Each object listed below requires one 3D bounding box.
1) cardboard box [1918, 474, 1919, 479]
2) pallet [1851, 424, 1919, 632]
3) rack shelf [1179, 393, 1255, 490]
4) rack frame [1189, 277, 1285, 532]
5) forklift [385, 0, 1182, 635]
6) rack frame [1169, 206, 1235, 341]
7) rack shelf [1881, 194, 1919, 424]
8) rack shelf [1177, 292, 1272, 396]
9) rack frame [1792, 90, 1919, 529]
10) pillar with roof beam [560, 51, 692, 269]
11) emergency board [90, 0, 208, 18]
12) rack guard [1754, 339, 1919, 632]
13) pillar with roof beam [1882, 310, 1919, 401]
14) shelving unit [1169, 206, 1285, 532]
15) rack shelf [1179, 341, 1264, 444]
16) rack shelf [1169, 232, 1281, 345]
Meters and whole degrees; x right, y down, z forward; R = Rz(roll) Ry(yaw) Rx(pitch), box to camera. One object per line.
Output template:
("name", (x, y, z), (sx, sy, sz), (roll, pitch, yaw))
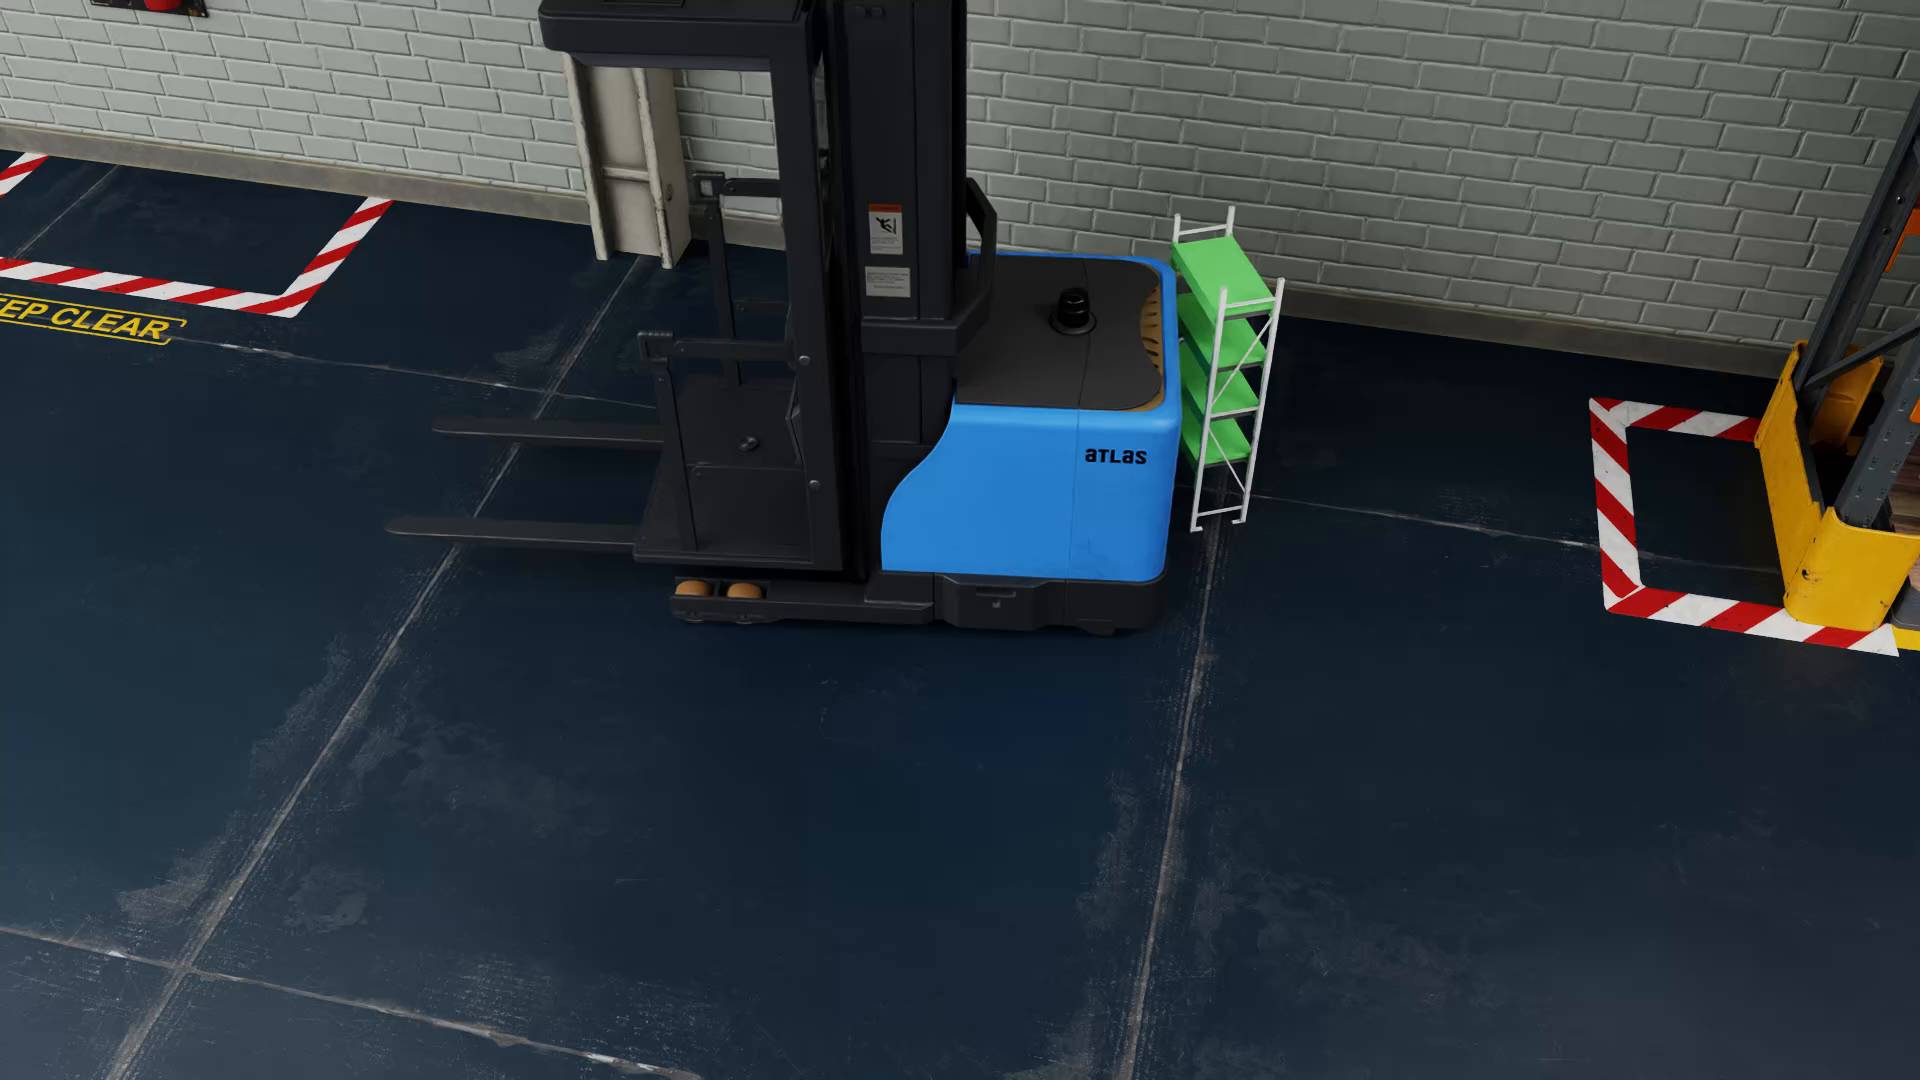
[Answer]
("cardboard box", (4.076, -0.175, 6.391), (0.500, 0.311, 0.500), (4, 44, 4))
("pallet", (4.280, 0.012, 6.585), (1.213, 0.211, 1.003), (9, 45, 9))
("rack shelf", (0.992, -0.435, 6.775), (0.258, 0.148, 0.480), (-10, 45, -10))
("rack frame", (1.053, -0.490, 6.394), (0.240, 1.200, 0.015), (-10, 45, -10))
("forklift", (-0.709, -1.095, 5.774), (3.031, 2.935, 1.130), (3, 44, 3))
("rack frame", (0.930, -0.818, 6.734), (0.240, 1.200, 0.015), (-10, 45, -10))
("rack shelf", (5.372, -0.589, 5.718), (4.000, 0.370, 1.077), (9, 45, 9))
("rack shelf", (0.992, -0.781, 6.442), (0.258, 0.148, 0.480), (-10, 45, -10))
("rack frame", (3.421, -1.151, 5.783), (0.127, 3.000, 1.000), (9, 45, 9))
("pillar with roof beam", (-2.503, -1.787, 2.118), (0.400, 9.000, 9.100), (9, 45, 9))
("emergency board", (-3.966, -2.939, 7.641), (0.643, 1.169, 0.194), (9, 45, 9))
("rack guard", (3.495, -0.239, 6.638), (0.348, 0.500, 1.175), (9, 45, 9))
("pillar with roof beam", (3.353, -0.879, 1.174), (0.400, 9.000, 9.100), (9, 45, 9))
("shelving unit", (0.992, -0.654, 6.564), (0.258, 1.200, 0.503), (-10, 45, -10))
("rack shelf", (0.992, -0.608, 6.609), (0.258, 0.148, 0.480), (-10, 45, -10))
("rack shelf", (0.992, -0.954, 6.276), (0.258, 0.148, 0.480), (-10, 45, -10))
